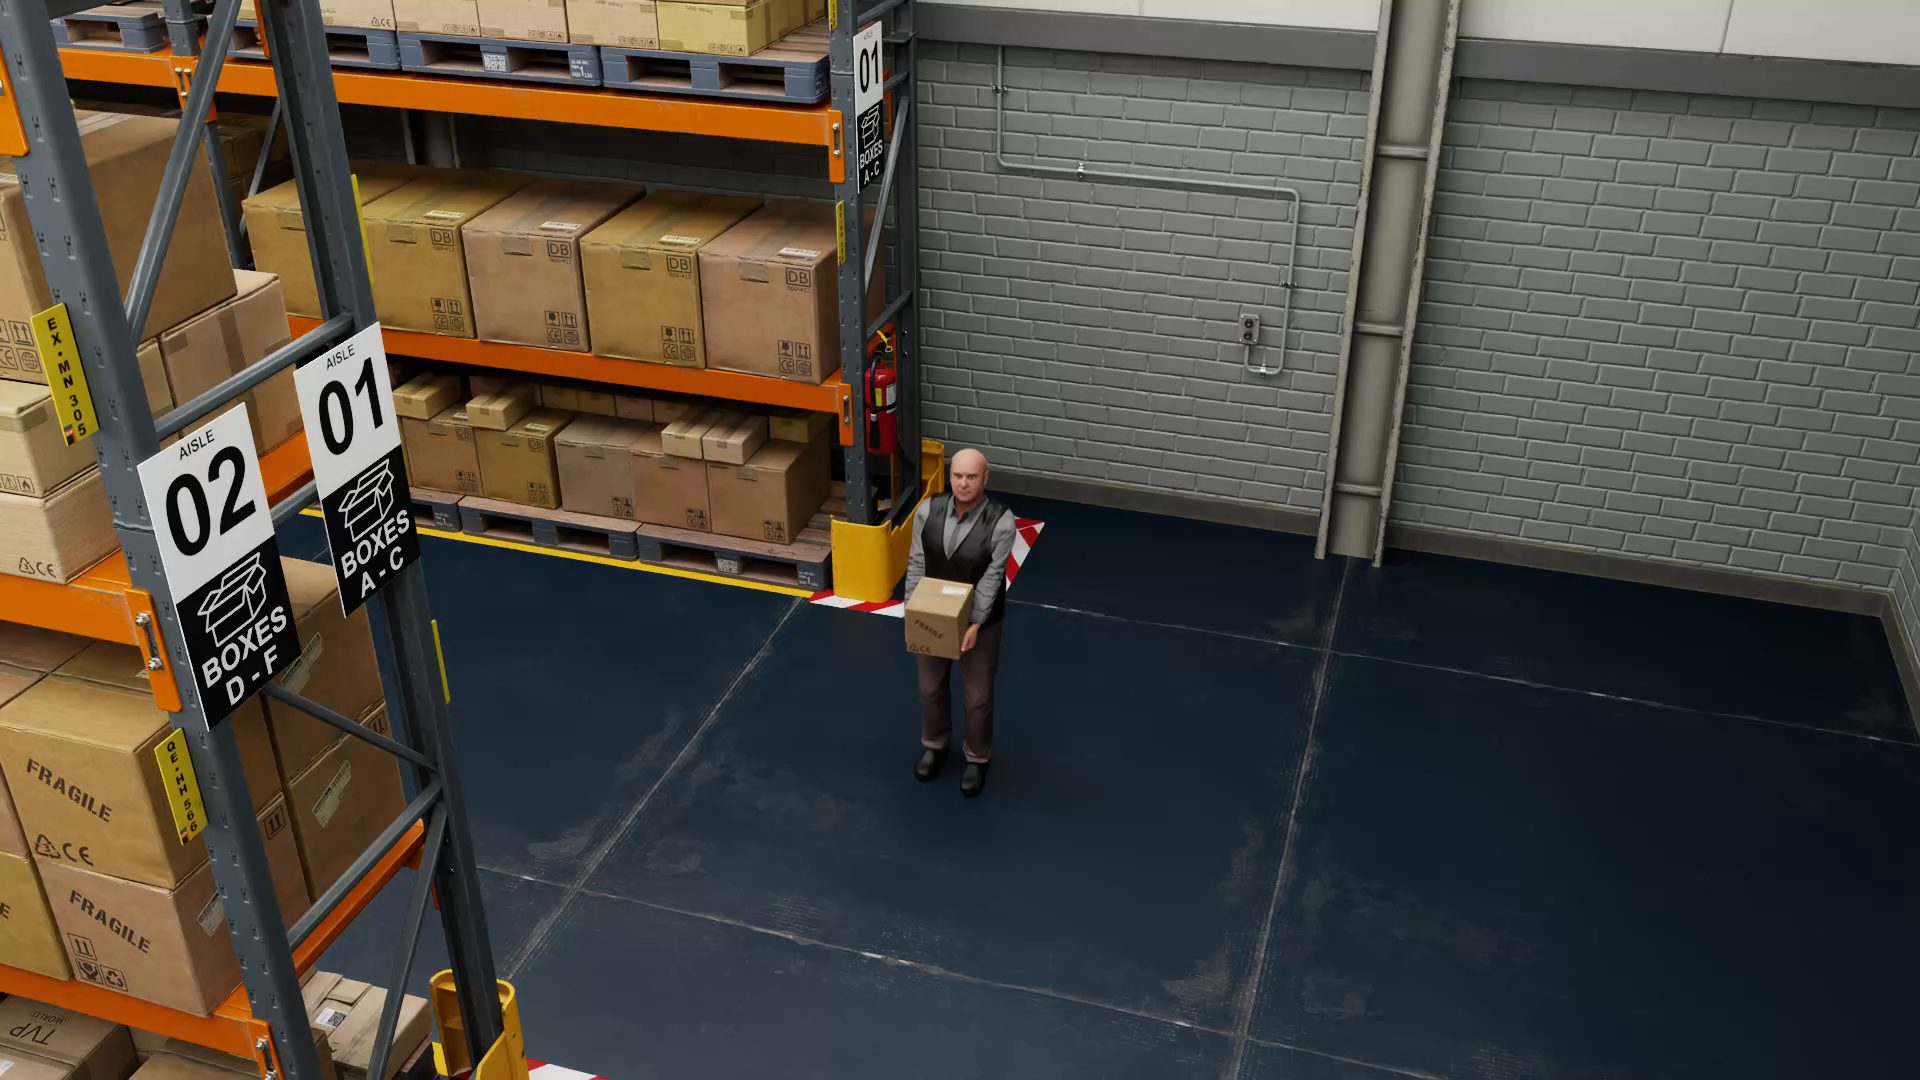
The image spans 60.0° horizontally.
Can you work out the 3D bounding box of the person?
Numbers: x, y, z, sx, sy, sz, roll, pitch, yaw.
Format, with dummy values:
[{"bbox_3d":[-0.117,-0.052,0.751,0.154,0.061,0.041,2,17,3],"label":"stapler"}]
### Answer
[{"bbox_3d":[-0.014,0.415,7.796,0.494,1.711,0.551,9,30,16],"label":"person"}]
